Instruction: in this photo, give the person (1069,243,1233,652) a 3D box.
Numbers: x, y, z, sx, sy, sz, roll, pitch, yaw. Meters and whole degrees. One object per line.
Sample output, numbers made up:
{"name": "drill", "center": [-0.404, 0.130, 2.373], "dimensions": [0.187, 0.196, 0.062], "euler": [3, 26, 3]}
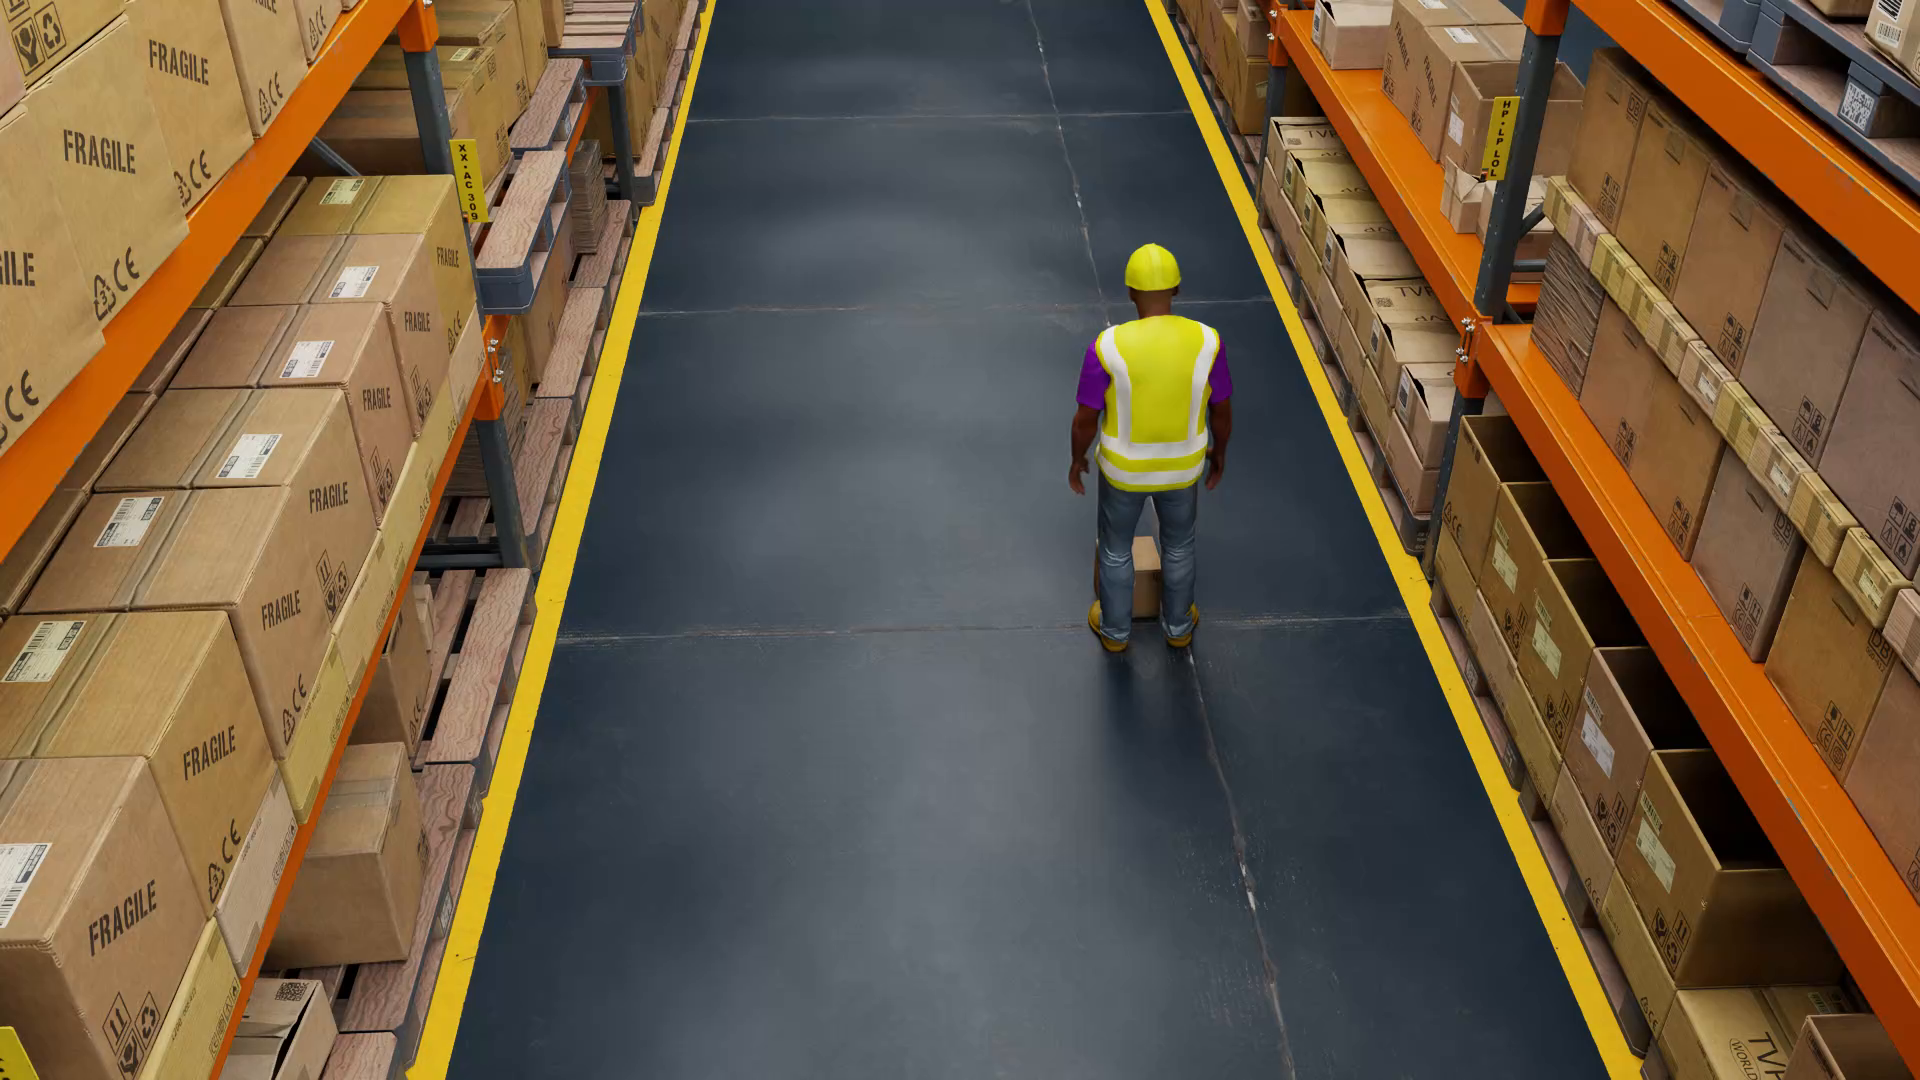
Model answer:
{"name": "person", "center": [0.748, -0.329, 6.599], "dimensions": [0.635, 1.760, 0.463], "euler": [-2, 35, -3]}
